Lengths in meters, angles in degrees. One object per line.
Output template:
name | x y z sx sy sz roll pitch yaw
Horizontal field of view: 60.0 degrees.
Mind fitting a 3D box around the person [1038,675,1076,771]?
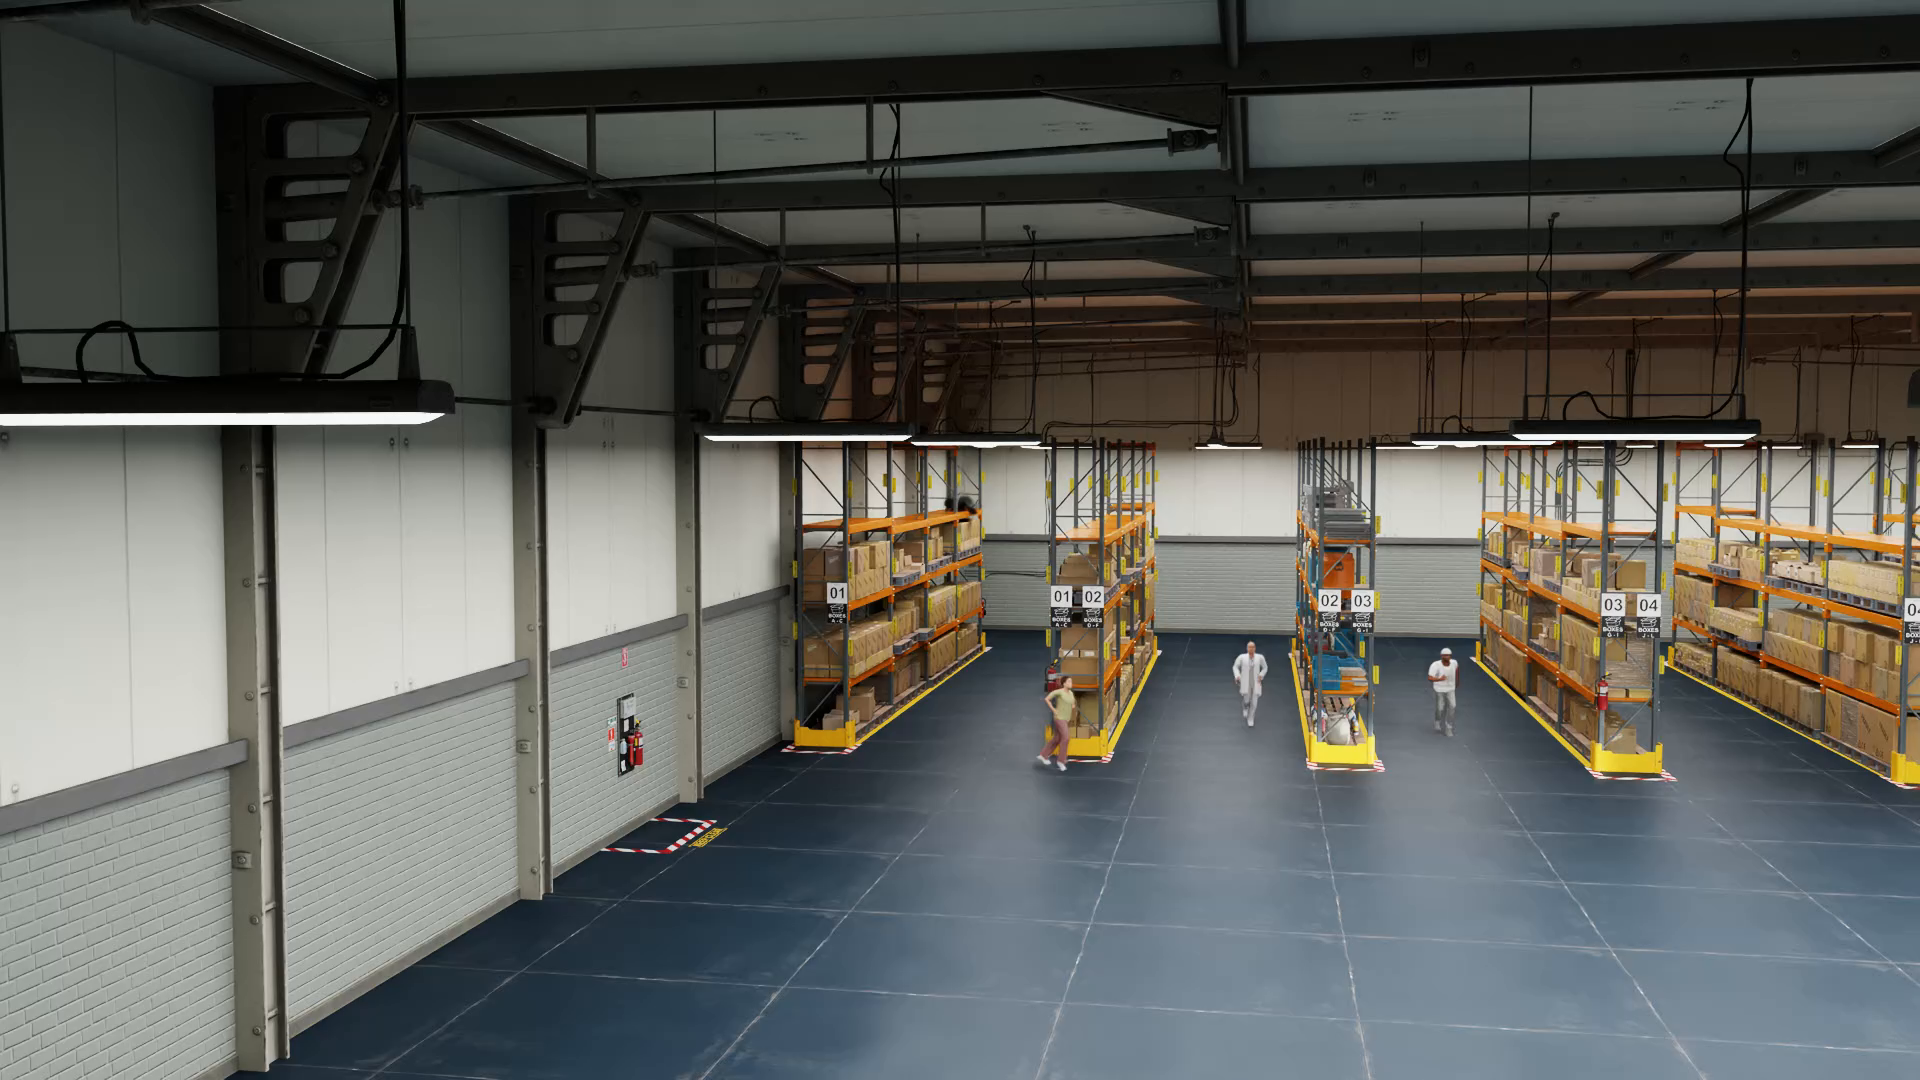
person | 1.812 3.310 30.257 0.718 1.717 0.579 2 4 38

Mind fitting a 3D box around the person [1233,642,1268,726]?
person | 6.116 3.021 34.986 0.723 1.747 0.634 0 3 5

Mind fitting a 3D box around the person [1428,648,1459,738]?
person | 9.794 3.070 33.665 0.728 1.807 0.854 0 3 -5
